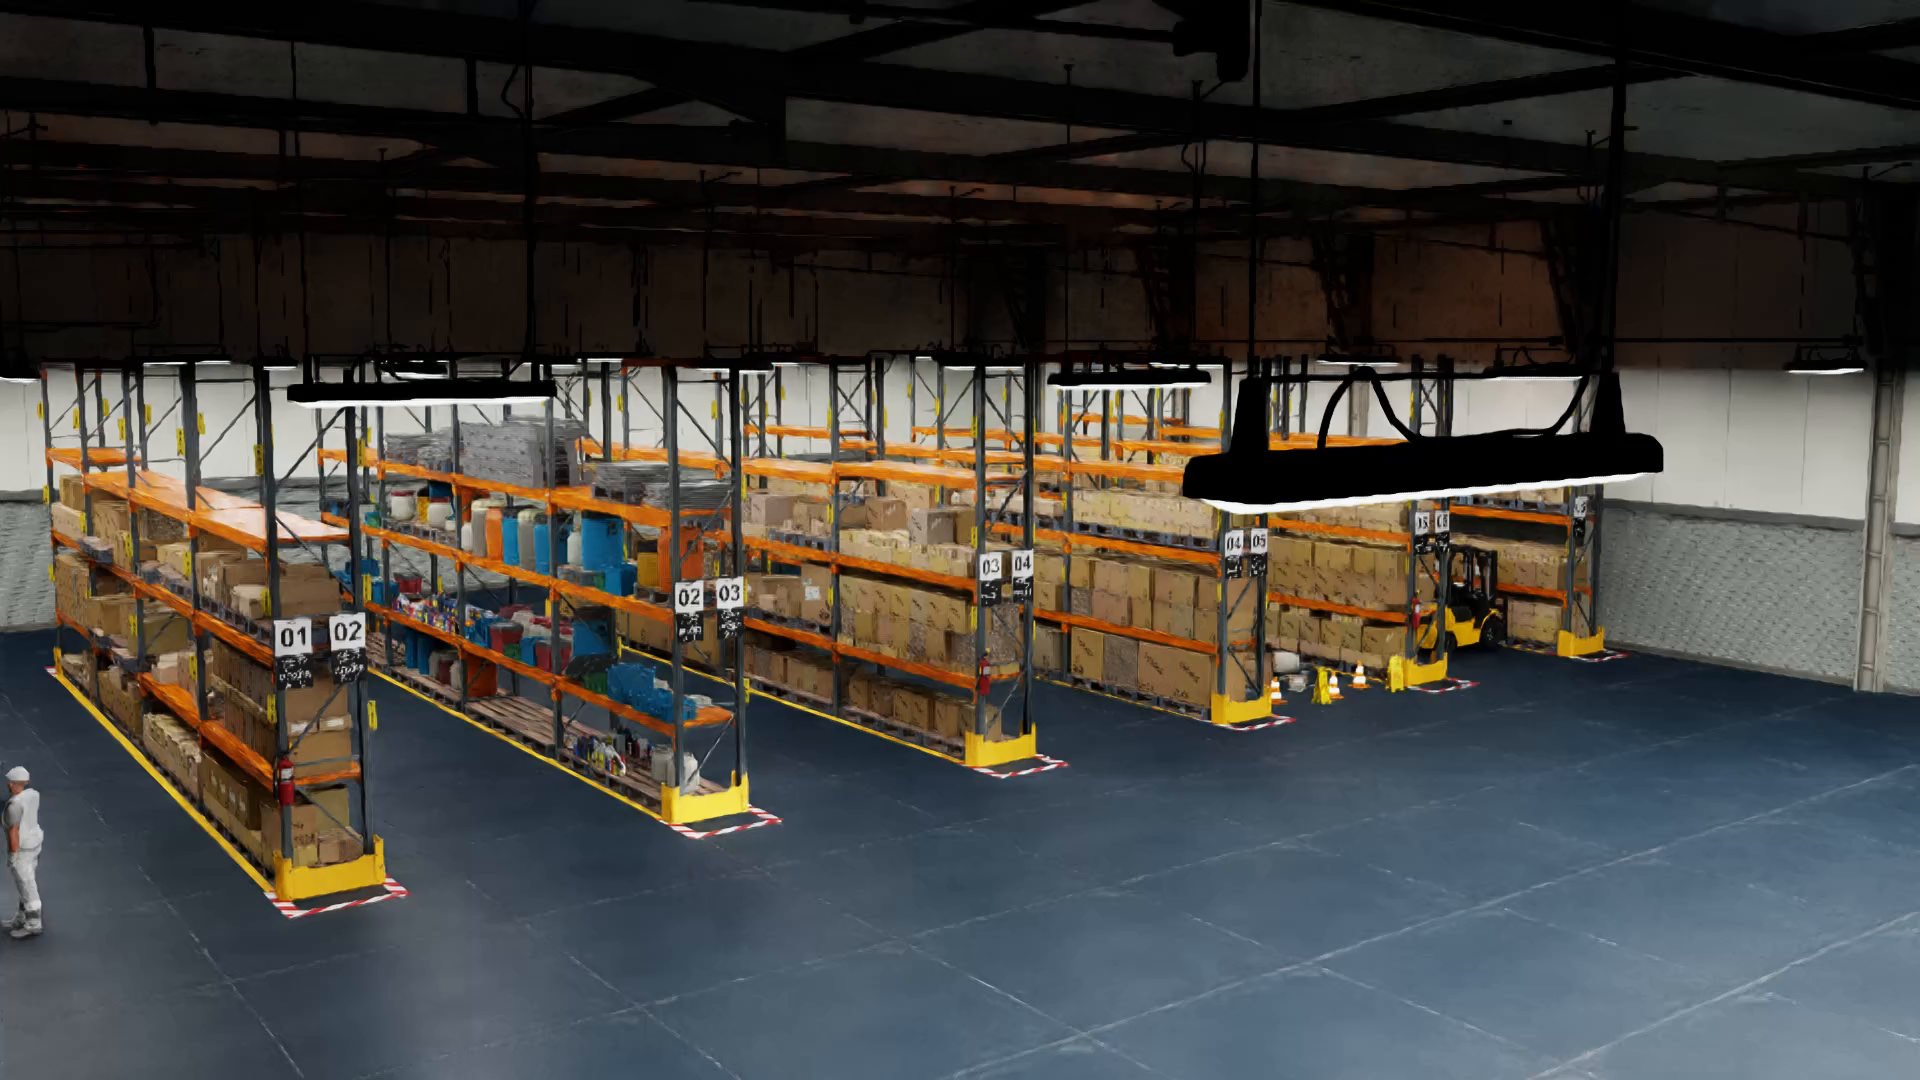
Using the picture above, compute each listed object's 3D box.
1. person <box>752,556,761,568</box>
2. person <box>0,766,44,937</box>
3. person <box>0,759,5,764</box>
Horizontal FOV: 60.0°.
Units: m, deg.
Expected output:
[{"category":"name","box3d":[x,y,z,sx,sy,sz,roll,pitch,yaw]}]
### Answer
[{"category":"person","box3d":[-5.055,0.390,42.693,0.574,1.708,0.505,2,7,17]},{"category":"person","box3d":[-10.071,3.302,17.766,0.488,1.787,0.608,-1,7,-6]},{"category":"person","box3d":[-14.589,2.458,24.918,0.626,1.767,0.492,4,8,27]}]
